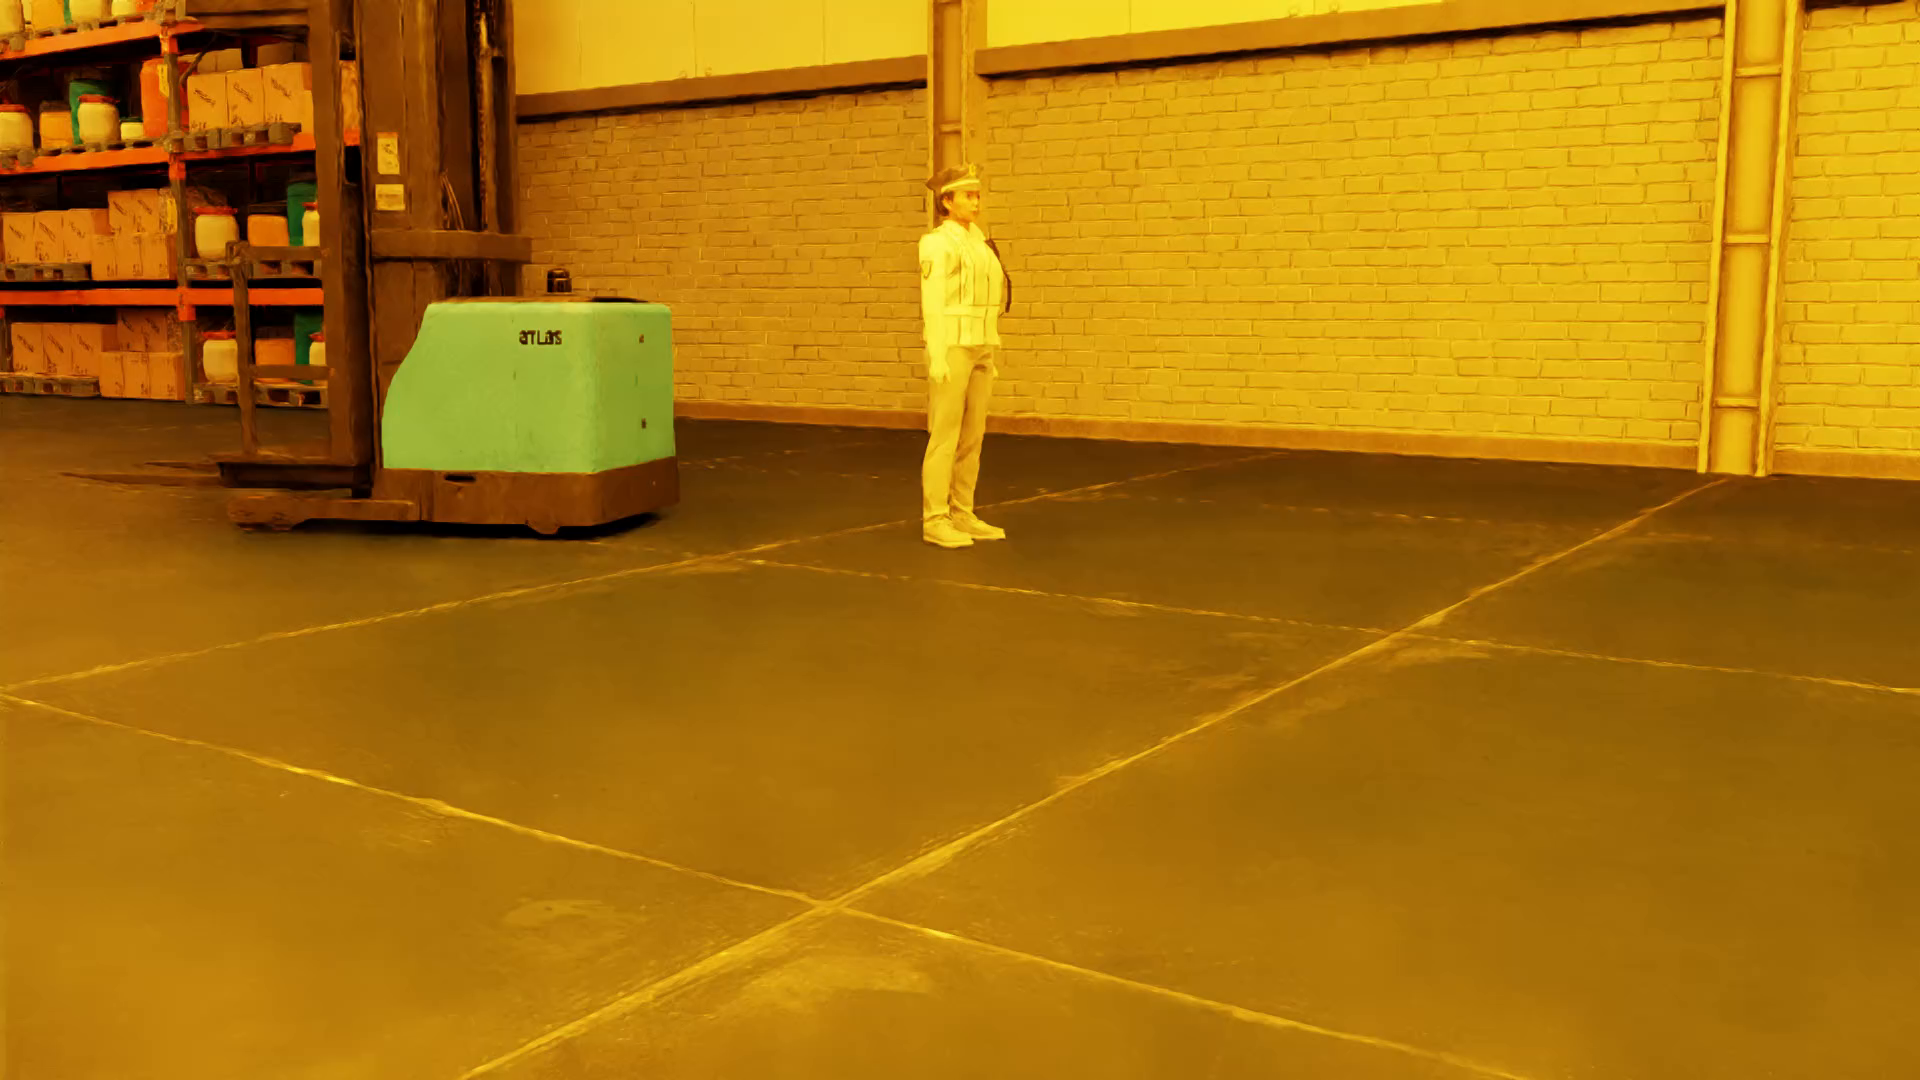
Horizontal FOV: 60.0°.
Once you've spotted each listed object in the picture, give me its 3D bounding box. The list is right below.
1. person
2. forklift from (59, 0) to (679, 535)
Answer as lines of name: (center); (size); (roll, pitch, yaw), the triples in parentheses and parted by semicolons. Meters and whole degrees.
person: (0.013, -0.834, 7.478); (0.337, 1.692, 0.463); (5, 10, 34)
forklift: (-3.000, -1.561, 8.172); (3.031, 2.935, 1.130); (2, 8, 14)
